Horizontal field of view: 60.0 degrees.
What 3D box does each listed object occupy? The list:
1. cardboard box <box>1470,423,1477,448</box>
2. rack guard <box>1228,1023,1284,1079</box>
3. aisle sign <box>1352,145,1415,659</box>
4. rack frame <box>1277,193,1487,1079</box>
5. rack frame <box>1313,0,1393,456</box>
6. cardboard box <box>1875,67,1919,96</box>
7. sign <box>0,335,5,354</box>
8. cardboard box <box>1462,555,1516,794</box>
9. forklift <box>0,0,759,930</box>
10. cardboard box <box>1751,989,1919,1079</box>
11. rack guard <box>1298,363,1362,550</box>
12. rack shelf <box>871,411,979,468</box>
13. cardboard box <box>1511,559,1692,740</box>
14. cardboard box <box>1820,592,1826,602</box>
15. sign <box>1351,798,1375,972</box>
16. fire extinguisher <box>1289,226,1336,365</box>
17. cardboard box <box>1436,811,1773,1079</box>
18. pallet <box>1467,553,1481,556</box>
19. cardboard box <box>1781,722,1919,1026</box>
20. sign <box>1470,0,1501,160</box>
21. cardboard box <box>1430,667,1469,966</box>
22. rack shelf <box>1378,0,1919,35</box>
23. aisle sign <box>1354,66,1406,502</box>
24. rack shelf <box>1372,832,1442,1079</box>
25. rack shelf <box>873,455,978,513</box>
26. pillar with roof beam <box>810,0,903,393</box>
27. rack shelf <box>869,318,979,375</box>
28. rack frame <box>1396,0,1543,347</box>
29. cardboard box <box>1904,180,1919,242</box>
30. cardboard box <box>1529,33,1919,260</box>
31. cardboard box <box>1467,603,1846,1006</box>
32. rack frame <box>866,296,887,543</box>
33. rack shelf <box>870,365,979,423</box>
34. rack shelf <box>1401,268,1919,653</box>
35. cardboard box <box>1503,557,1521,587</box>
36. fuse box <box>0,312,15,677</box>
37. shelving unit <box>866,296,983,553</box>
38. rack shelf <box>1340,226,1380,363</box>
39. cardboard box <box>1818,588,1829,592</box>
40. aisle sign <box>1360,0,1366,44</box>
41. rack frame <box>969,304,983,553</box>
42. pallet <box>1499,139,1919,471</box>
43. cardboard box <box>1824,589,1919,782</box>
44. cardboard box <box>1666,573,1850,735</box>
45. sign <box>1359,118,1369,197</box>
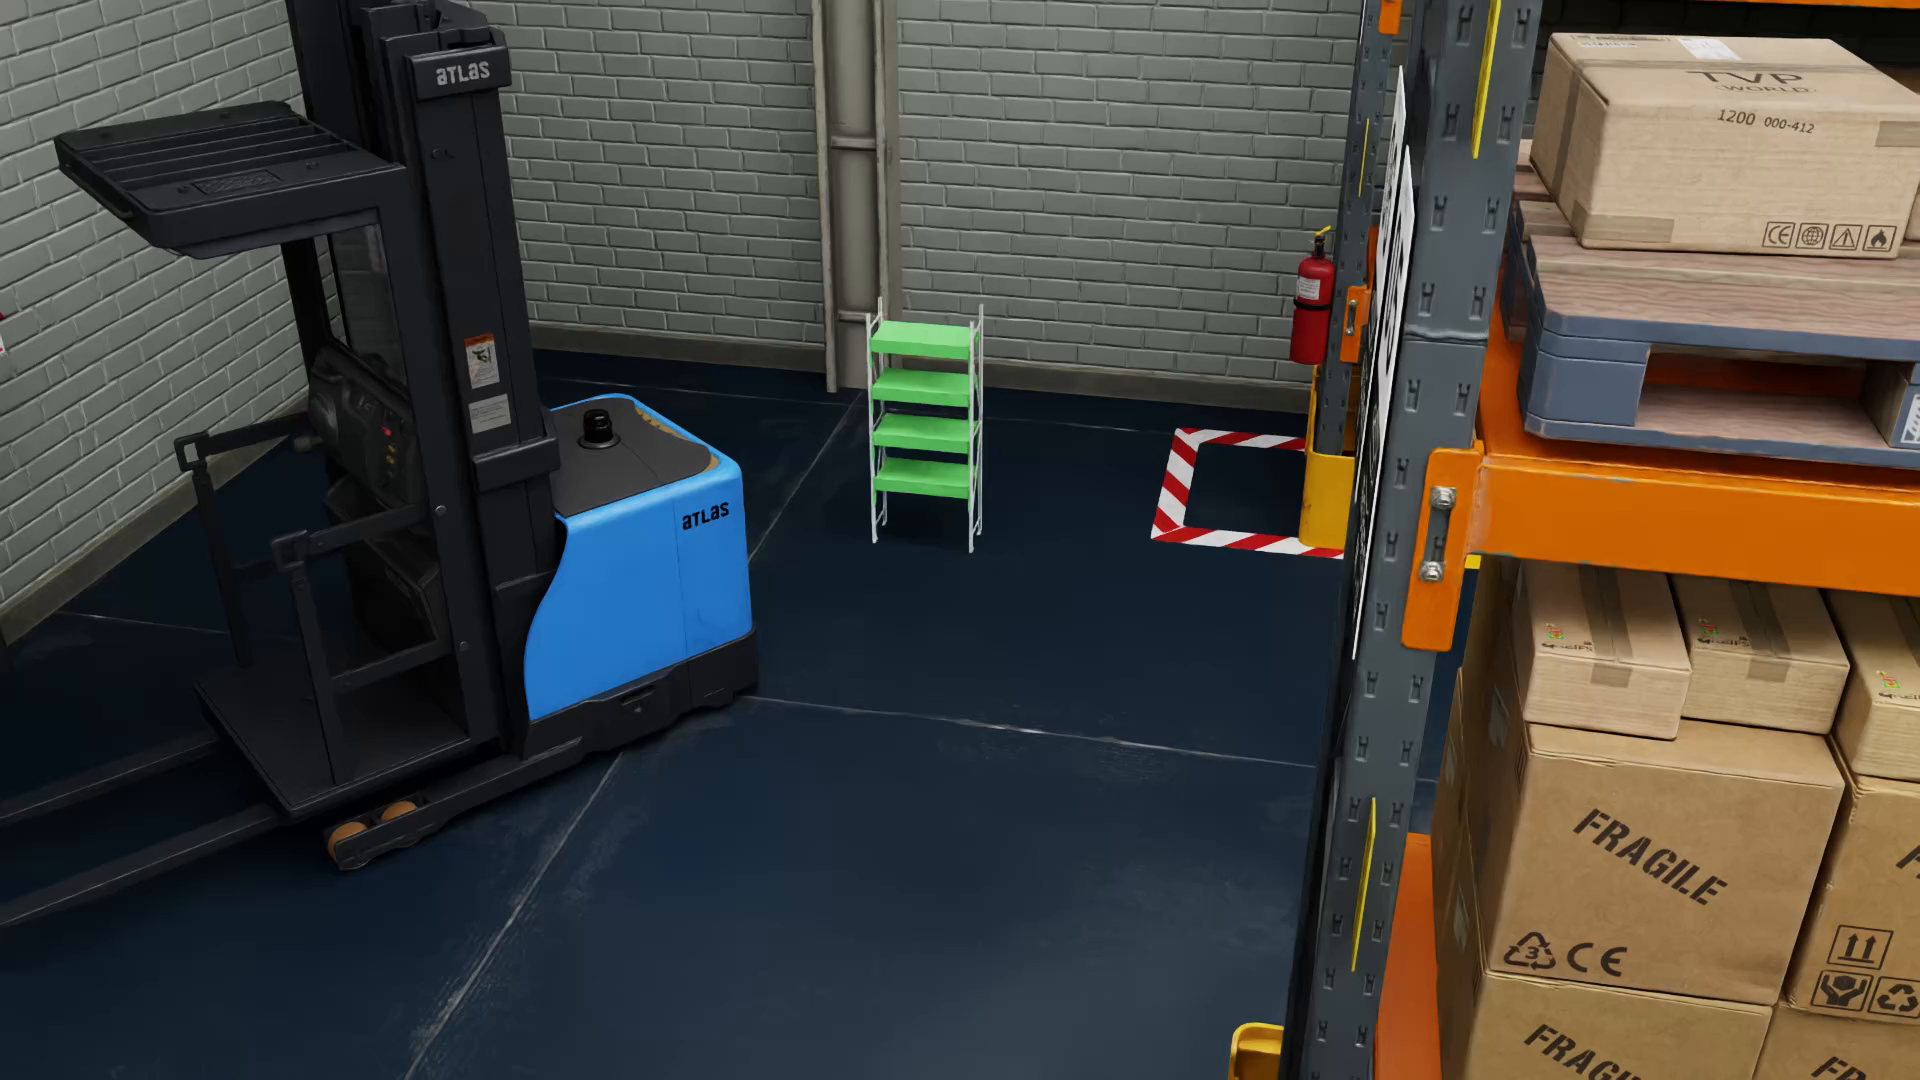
[{"bbox_3d":[2.461,-0.536,8.268,0.637,0.503,0.797,5,29,9],"label":"cardboard box"},{"bbox_3d":[0.826,1.873,4.309,0.348,0.500,1.175,6,29,11],"label":"rack guard"},{"bbox_3d":[0.719,-0.233,2.844,0.004,0.787,0.394,6,29,11],"label":"aisle sign"},{"bbox_3d":[0.850,0.779,3.704,0.127,3.000,1.000,6,29,11],"label":"rack frame"},{"bbox_3d":[1.883,-1.553,7.962,0.127,3.000,1.000,6,29,11],"label":"rack frame"},{"bbox_3d":[4.394,-1.819,7.515,0.500,0.500,0.500,5,29,9],"label":"cardboard box"},{"bbox_3d":[-4.188,-0.959,6.976,0.001,0.494,0.329,6,29,11],"label":"sign"},{"bbox_3d":[1.371,0.233,3.556,0.500,0.500,0.500,7,29,12],"label":"cardboard box"},{"bbox_3d":[-2.311,-0.373,5.880,3.031,2.935,1.130,-22,35,-34],"label":"forklift"},{"bbox_3d":[1.760,0.956,3.277,0.500,0.500,0.500,5,29,10],"label":"cardboard box"},{"bbox_3d":[1.957,-0.449,8.549,0.348,0.500,1.175,6,29,11],"label":"rack guard"},{"bbox_3d":[-0.162,-0.487,8.023,0.480,0.148,0.258,6,29,11],"label":"rack shelf"},{"bbox_3d":[1.139,0.177,2.981,0.250,0.149,0.380,6,29,12],"label":"cardboard box"},{"bbox_3d":[1.888,0.272,3.485,0.500,0.500,0.500,6,29,11],"label":"cardboard box"},{"bbox_3d":[0.728,0.624,3.002,0.005,0.325,0.100,6,29,11],"label":"sign"},{"bbox_3d":[1.642,-1.153,7.701,0.183,0.674,0.296,6,29,11],"label":"fire extinguisher"},{"bbox_3d":[1.259,0.918,3.346,0.500,0.500,0.500,6,29,10],"label":"cardboard box"},{"bbox_3d":[2.737,-0.242,8.473,1.213,0.211,1.003,6,29,11],"label":"pallet"},{"bbox_3d":[1.766,0.527,3.019,0.500,0.500,0.500,5,29,9],"label":"cardboard box"},{"bbox_3d":[0.728,-0.695,2.280,0.005,0.325,0.100,6,29,11],"label":"sign"},{"bbox_3d":[1.377,0.659,3.819,0.500,0.500,0.500,6,29,11],"label":"cardboard box"},{"bbox_3d":[3.838,-2.352,7.049,4.000,0.370,1.077,6,29,11],"label":"rack shelf"},{"bbox_3d":[0.844,-0.514,3.359,0.004,0.787,0.394,6,29,11],"label":"aisle sign"},{"bbox_3d":[2.806,1.295,3.510,4.000,0.370,1.077,6,29,11],"label":"rack shelf"},{"bbox_3d":[-0.162,-0.276,8.138,0.480,0.148,0.258,6,29,11],"label":"rack shelf"},{"bbox_3d":[-1.465,-2.856,4.096,0.400,9.000,9.100,6,29,11],"label":"pillar with roof beam"},{"bbox_3d":[-0.162,-0.908,7.792,0.480,0.148,0.258,6,29,11],"label":"rack shelf"},{"bbox_3d":[0.850,-1.853,2.263,0.127,3.000,1.000,6,29,11],"label":"rack frame"},{"bbox_3d":[1.735,-0.647,2.906,0.250,0.149,0.380,4,29,7],"label":"cardboard box"},{"bbox_3d":[1.309,-0.696,2.890,0.500,0.250,0.500,3,29,6],"label":"cardboard box"},{"bbox_3d":[1.260,0.478,3.107,0.500,0.500,0.500,5,29,9],"label":"cardboard box"},{"bbox_3d":[-0.401,-0.567,8.037,0.015,1.200,0.240,6,29,11],"label":"rack frame"},{"bbox_3d":[-0.162,-0.697,7.908,0.480,0.148,0.258,6,29,11],"label":"rack shelf"},{"bbox_3d":[2.806,-0.021,2.790,4.000,0.370,1.077,6,29,11],"label":"rack shelf"},{"bbox_3d":[1.242,-0.046,3.390,0.250,0.149,0.380,6,29,11],"label":"cardboard box"},{"bbox_3d":[-4.088,-0.182,6.801,0.414,1.711,0.539,6,29,11],"label":"fuse box"},{"bbox_3d":[-0.162,-0.543,7.992,0.503,1.200,0.258,6,29,11],"label":"shelving unit"},{"bbox_3d":[3.838,-1.037,7.769,4.000,0.370,1.077,6,29,11],"label":"rack shelf"},{"bbox_3d":[1.766,-0.046,3.389,0.250,0.149,0.380,6,29,10],"label":"cardboard box"},{"bbox_3d":[1.755,-2.562,7.099,0.004,0.787,0.394,6,29,11],"label":"aisle sign"},{"bbox_3d":[0.077,-0.518,7.947,0.015,1.200,0.240,6,29,11],"label":"rack frame"},{"bbox_3d":[1.577,-0.429,2.878,1.213,0.211,1.003,6,29,11],"label":"pallet"},{"bbox_3d":[1.640,0.250,2.849,0.250,0.149,0.380,7,29,12],"label":"cardboard box"},{"bbox_3d":[1.410,0.170,2.995,0.250,0.149,0.380,7,29,12],"label":"cardboard box"},{"bbox_3d":[1.769,-1.678,7.289,0.005,0.325,0.100,6,29,11],"label":"sign"}]
